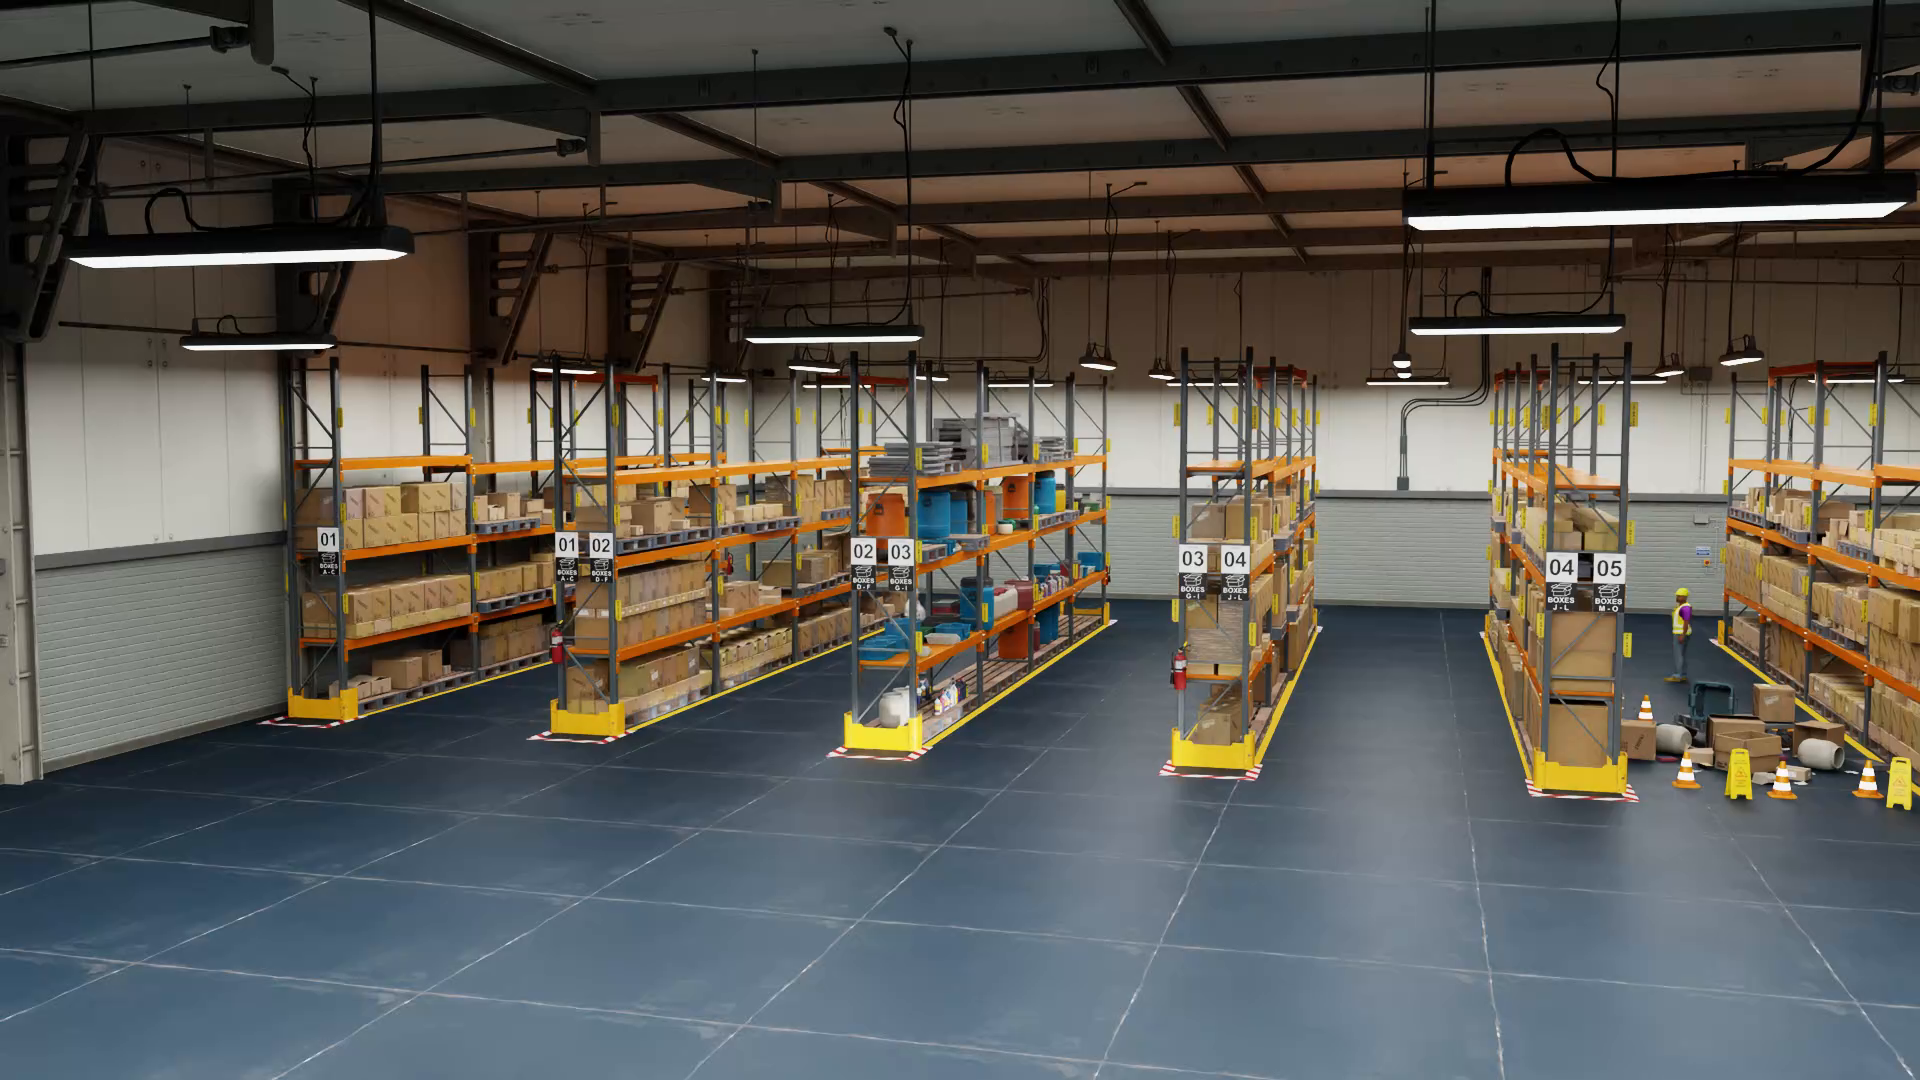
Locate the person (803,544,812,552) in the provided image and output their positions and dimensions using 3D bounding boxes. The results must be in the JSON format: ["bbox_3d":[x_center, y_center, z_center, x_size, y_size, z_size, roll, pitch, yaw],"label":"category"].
[{"bbox_3d":[-4.046,0.925,44.106,0.476,1.658,0.782,1,4,9],"label":"person"}]

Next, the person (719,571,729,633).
[{"bbox_3d":[-5.018,1.526,35.310,0.461,1.751,0.598,1,4,11],"label":"person"}]

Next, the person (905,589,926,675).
[{"bbox_3d":[-0.840,1.777,32.540,0.499,1.676,0.504,2,5,27],"label":"person"}]

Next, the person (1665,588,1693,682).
[{"bbox_3d":[13.722,1.803,31.680,0.441,1.769,0.629,3,5,34],"label":"person"}]
